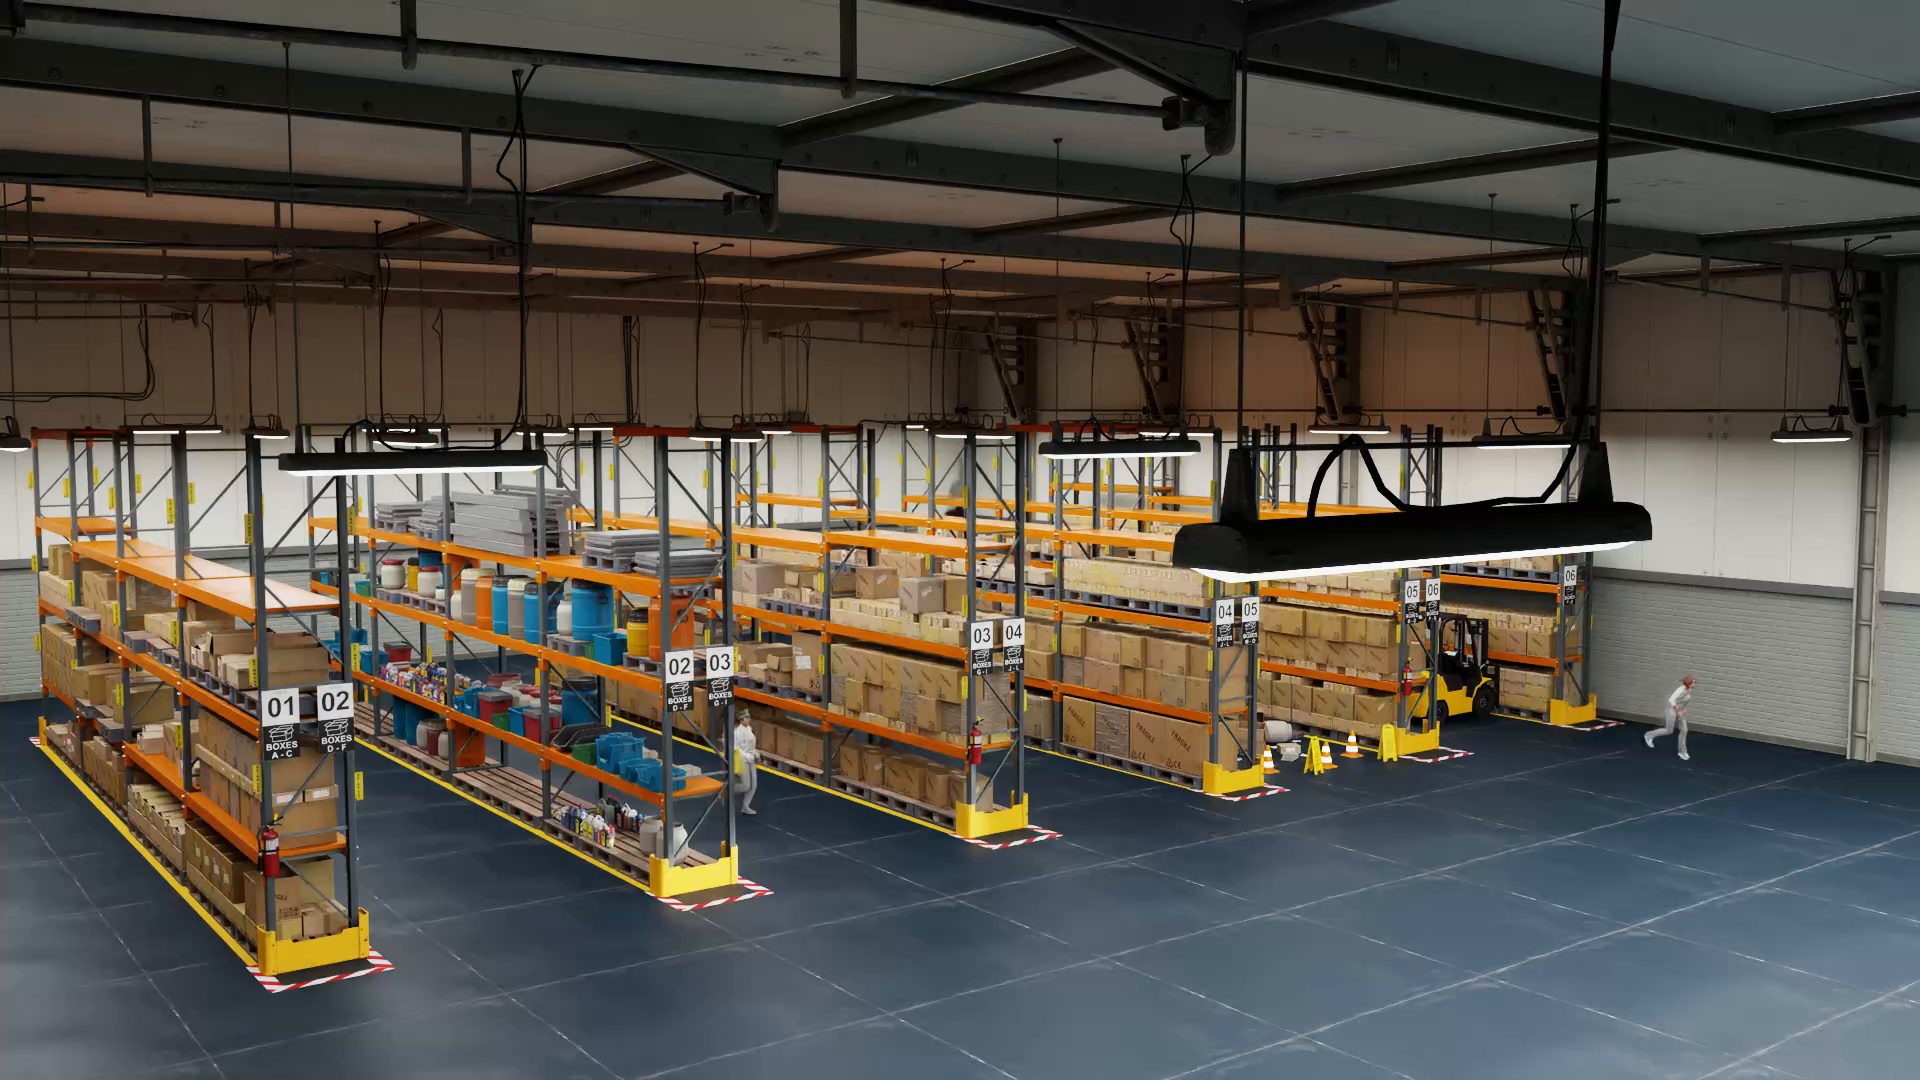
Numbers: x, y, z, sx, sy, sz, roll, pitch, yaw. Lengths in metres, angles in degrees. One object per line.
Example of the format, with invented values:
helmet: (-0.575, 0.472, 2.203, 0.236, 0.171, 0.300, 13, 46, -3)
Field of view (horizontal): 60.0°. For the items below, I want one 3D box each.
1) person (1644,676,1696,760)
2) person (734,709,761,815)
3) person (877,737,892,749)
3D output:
person: (12.963, 3.204, 30.372, 0.896, 1.549, 0.559, 4, 6, 42)
person: (-3.413, 3.457, 26.066, 0.611, 1.654, 0.609, 2, 5, 25)
person: (-1.194, 3.177, 30.758, 0.854, 1.486, 0.602, 3, 5, 29)
